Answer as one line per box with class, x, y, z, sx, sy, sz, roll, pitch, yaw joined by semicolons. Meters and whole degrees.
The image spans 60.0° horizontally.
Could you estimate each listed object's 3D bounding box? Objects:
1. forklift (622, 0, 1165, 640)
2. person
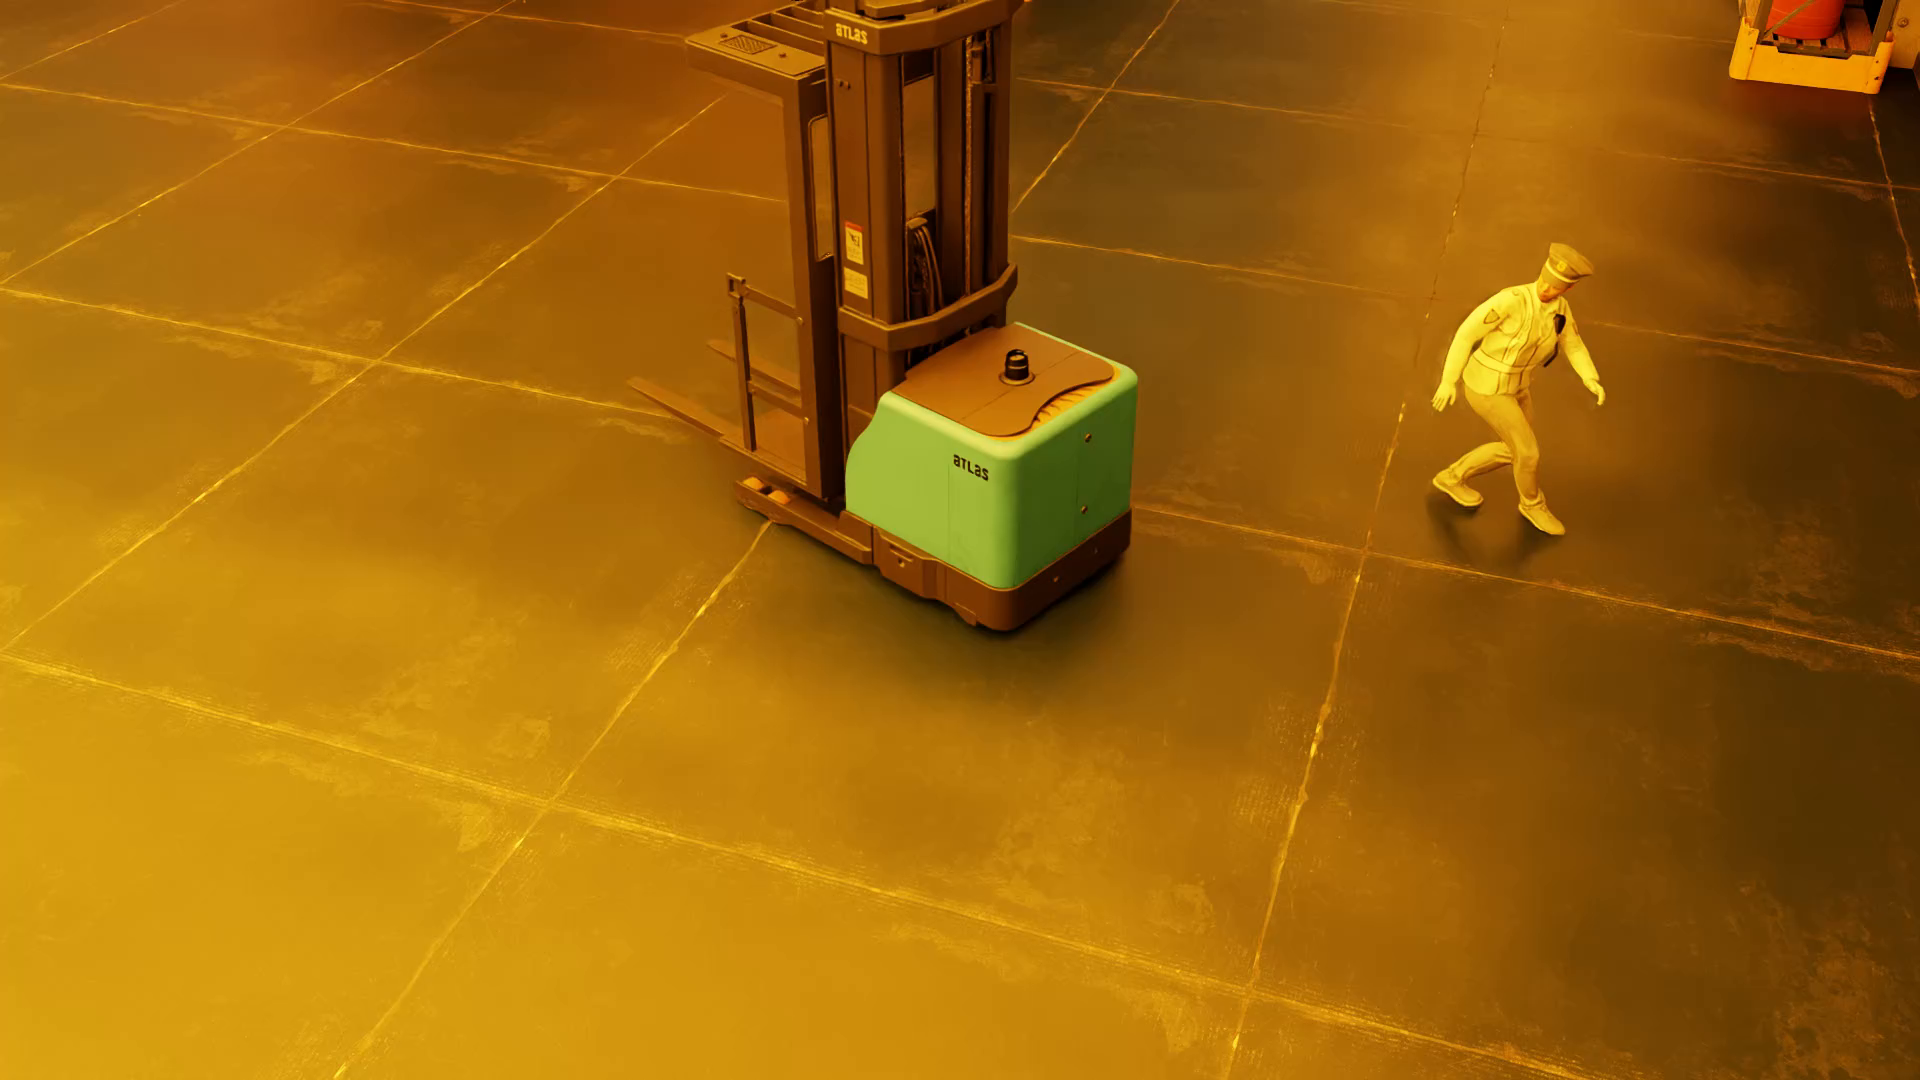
forklift;-0.490;-1.406;8.094;3.031;2.935;1.130;23;41;29
person;3.120;-0.778;8.385;0.730;1.635;0.593;-15;38;-20
